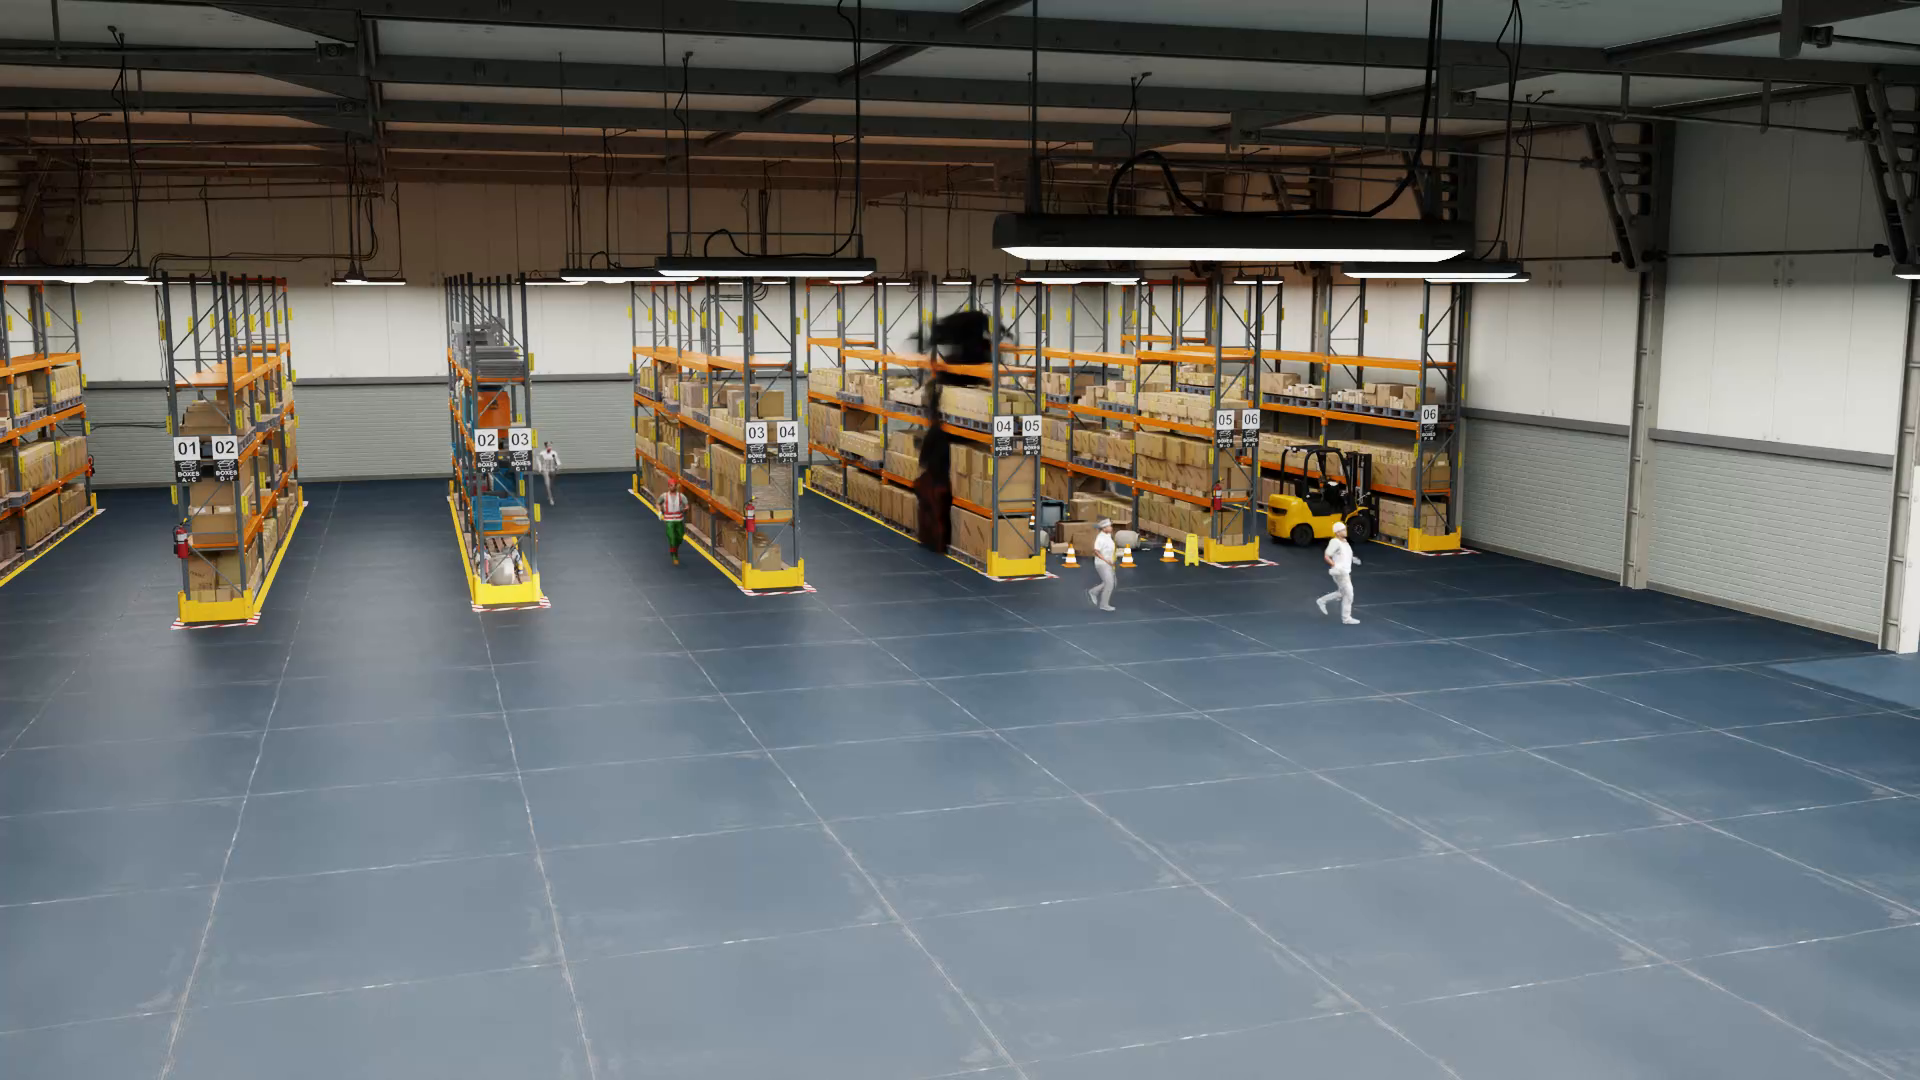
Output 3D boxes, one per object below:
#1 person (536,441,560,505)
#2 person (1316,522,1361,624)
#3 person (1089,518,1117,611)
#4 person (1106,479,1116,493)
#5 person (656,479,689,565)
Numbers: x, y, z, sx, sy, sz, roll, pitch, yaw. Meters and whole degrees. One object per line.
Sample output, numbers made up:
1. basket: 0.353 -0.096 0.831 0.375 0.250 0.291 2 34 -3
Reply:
1. person: -11.030 -1.821 44.589 0.587 1.697 0.929 -4 10 -27
2. person: 6.508 0.562 28.591 0.818 1.750 0.696 5 10 29
3. person: 2.534 0.430 29.752 0.561 1.666 0.598 4 9 24
4. person: 4.075 -1.944 45.118 0.669 1.787 0.720 -5 10 -30
5. person: -5.988 -0.397 34.760 0.667 1.768 0.963 -3 9 -20
